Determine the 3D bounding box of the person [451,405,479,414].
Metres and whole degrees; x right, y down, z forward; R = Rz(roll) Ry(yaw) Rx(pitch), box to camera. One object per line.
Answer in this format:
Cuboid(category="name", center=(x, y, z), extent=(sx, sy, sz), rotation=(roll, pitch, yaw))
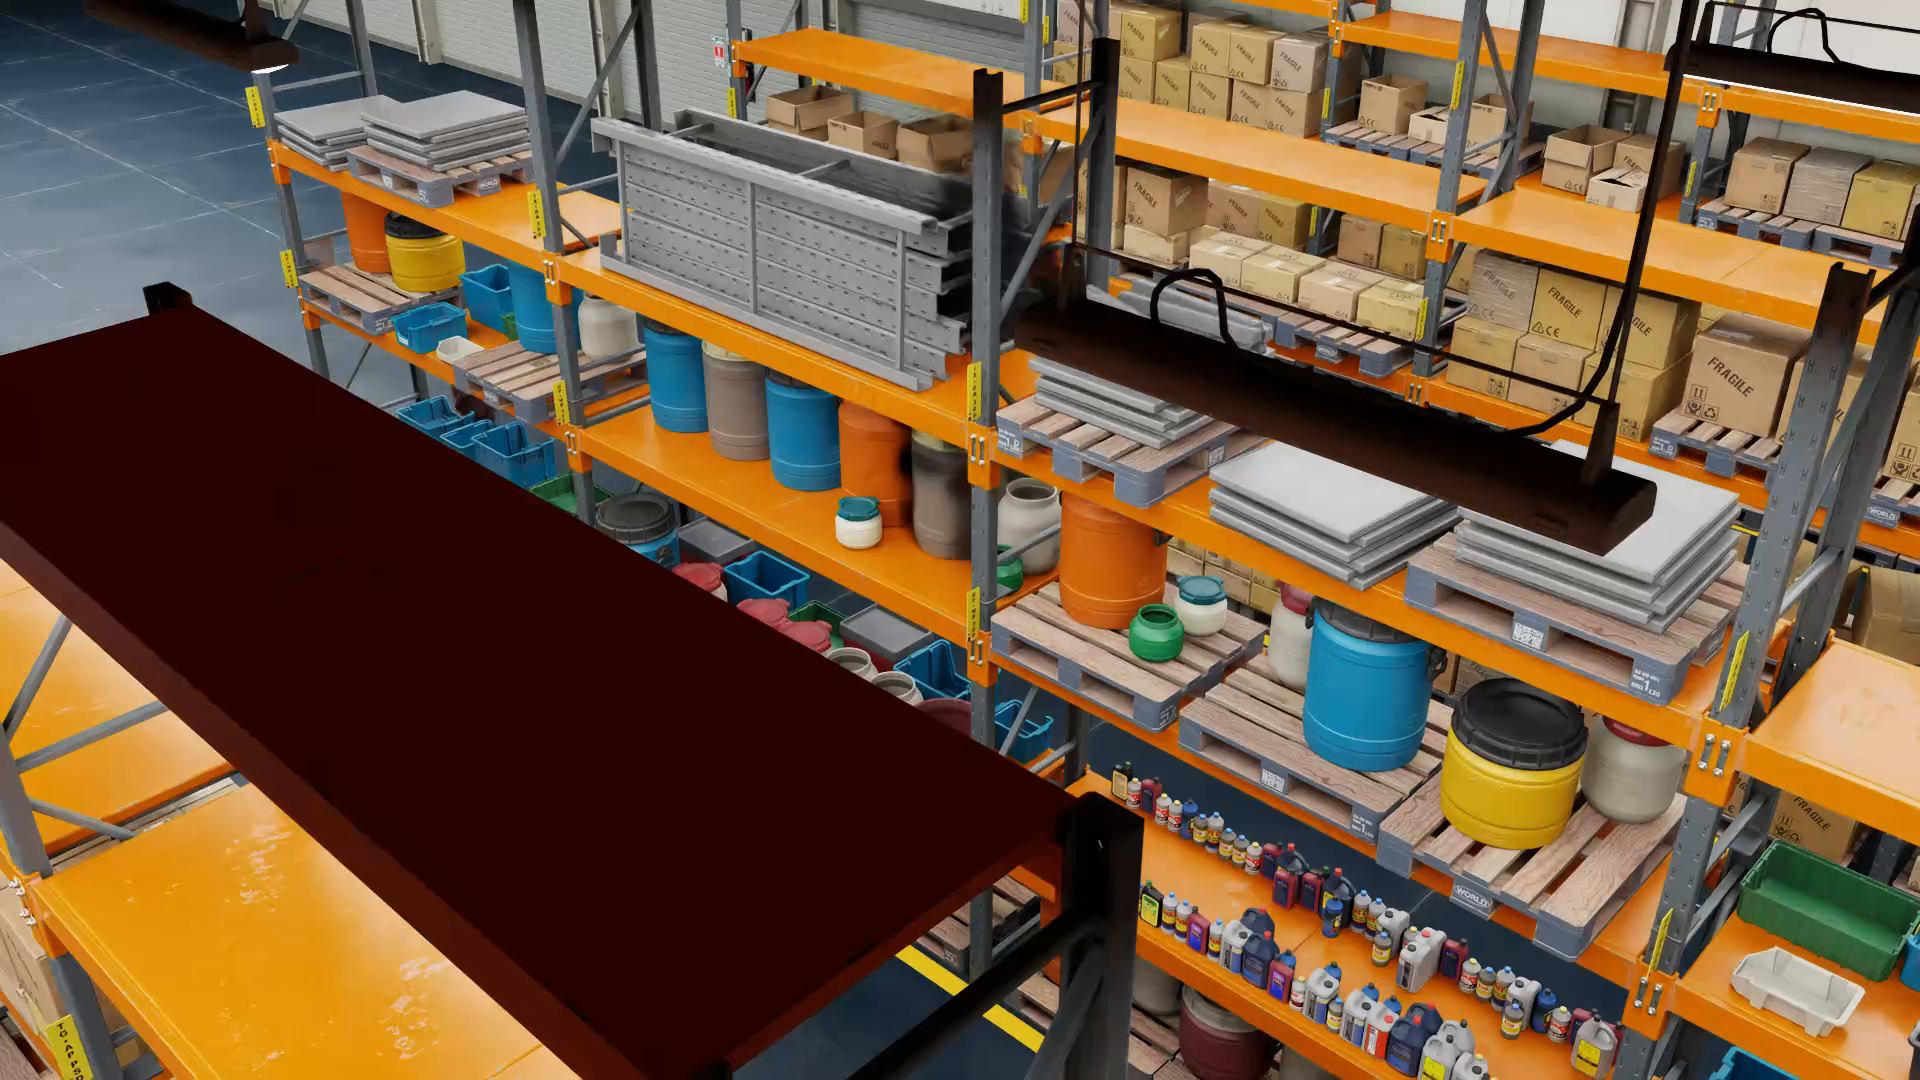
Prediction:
Cuboid(category="person", center=(-4.992, -1.372, 16.931), extent=(0.601, 1.726, 0.736), rotation=(7, 30, 13))
